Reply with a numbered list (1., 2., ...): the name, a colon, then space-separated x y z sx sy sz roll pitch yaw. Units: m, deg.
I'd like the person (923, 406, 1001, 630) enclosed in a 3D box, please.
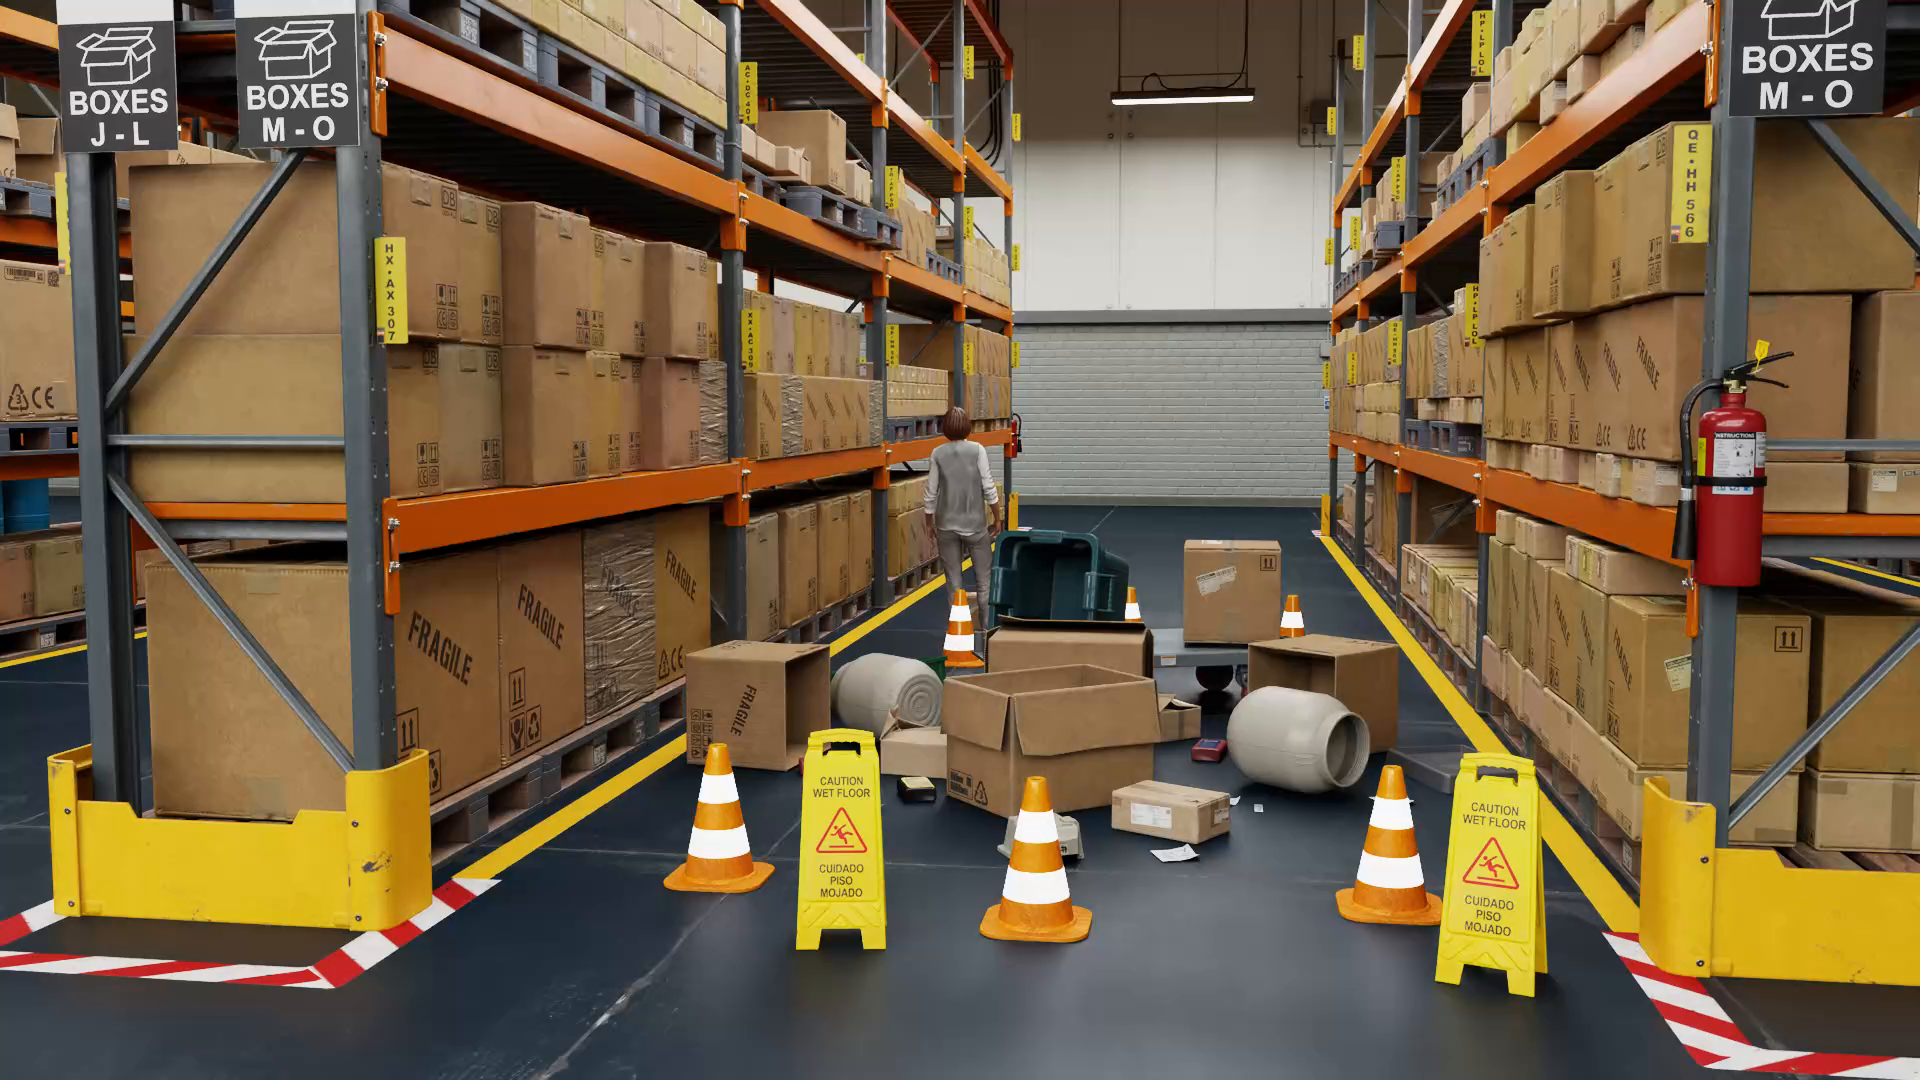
1. person: 0.033 -0.073 10.896 0.520 1.600 0.472 1 5 8
